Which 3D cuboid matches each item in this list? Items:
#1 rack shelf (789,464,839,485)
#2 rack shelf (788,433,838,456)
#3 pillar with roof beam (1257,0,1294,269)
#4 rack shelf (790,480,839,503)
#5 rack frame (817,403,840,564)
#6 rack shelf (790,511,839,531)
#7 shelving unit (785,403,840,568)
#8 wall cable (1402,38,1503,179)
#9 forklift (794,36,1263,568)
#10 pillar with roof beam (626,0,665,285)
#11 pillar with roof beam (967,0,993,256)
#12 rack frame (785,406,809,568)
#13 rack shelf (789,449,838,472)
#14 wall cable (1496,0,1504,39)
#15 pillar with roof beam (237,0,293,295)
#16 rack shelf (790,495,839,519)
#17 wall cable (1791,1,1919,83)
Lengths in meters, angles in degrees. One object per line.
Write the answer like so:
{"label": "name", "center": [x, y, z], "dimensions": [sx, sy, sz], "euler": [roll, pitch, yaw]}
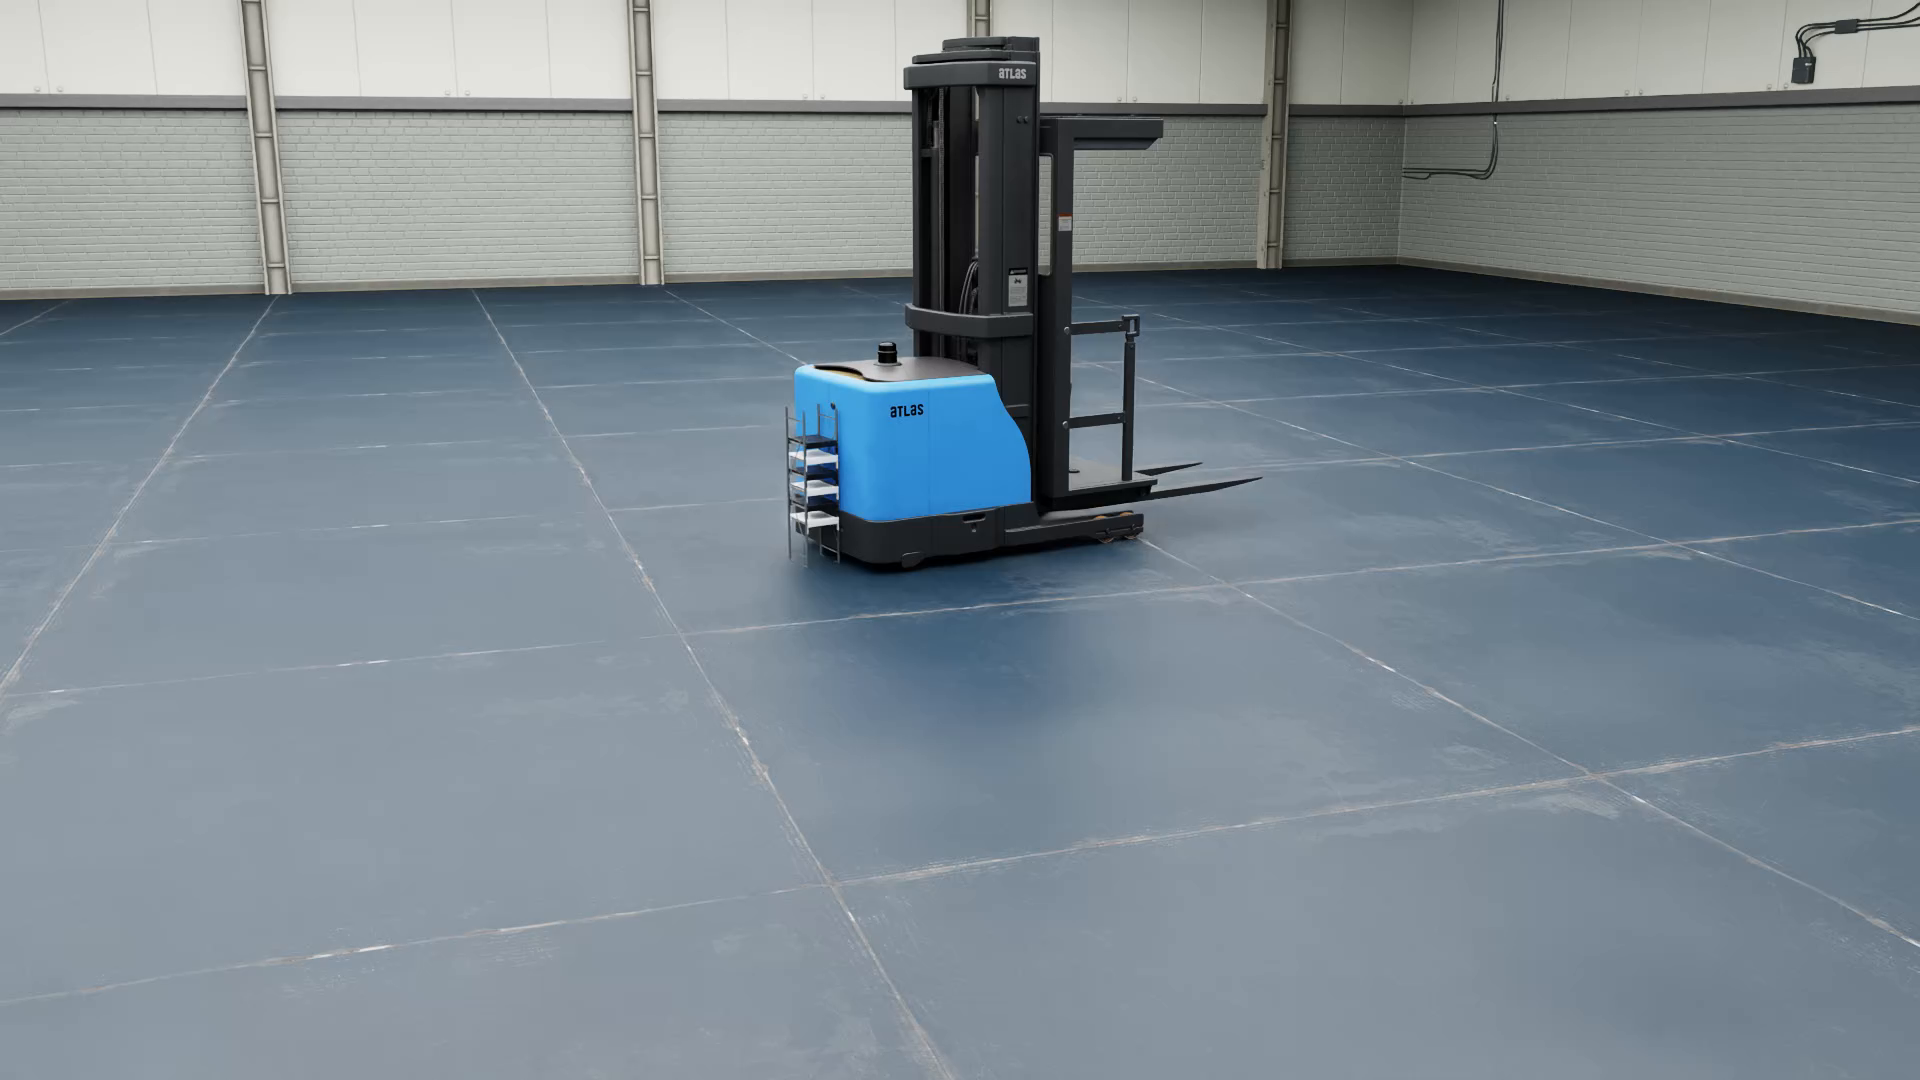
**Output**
{"label": "rack shelf", "center": [-0.842, -0.368, 9.499], "dimensions": [0.200, 0.077, 0.258], "euler": [-8, 16, -31]}
{"label": "rack shelf", "center": [-0.842, -0.543, 9.458], "dimensions": [0.200, 0.077, 0.258], "euler": [-8, 16, -31]}
{"label": "pillar with roof beam", "center": [7.413, -8.752, 27.489], "dimensions": [0.400, 9.000, 9.100], "euler": [-4, 14, -18]}
{"label": "rack shelf", "center": [-0.842, -0.280, 9.520], "dimensions": [0.200, 0.077, 0.258], "euler": [-8, 16, -31]}
{"label": "rack frame", "center": [-0.756, -0.325, 9.565], "dimensions": [0.006, 0.900, 0.240], "euler": [-8, 16, -31]}
{"label": "rack shelf", "center": [-0.842, -0.105, 9.562], "dimensions": [0.200, 0.077, 0.258], "euler": [-8, 16, -31]}
{"label": "shelving unit", "center": [-0.842, -0.313, 9.512], "dimensions": [0.210, 0.900, 0.258], "euler": [-8, 16, -31]}
{"label": "wall cable", "center": [9.254, -8.113, 31.513], "dimensions": [0.112, 2.526, 3.097], "euler": [-4, 14, -18]}
{"label": "forklift", "center": [0.528, -1.502, 10.124], "dimensions": [3.031, 2.935, 1.130], "euler": [-8, 16, -31]}
{"label": "pillar with roof beam", "center": [-3.961, -7.866, 23.766], "dimensions": [0.400, 9.000, 9.100], "euler": [-4, 14, -18]}
{"label": "pillar with roof beam", "center": [1.726, -8.309, 25.627], "dimensions": [0.400, 9.000, 9.100], "euler": [-4, 14, -18]}
{"label": "rack frame", "center": [-0.928, -0.300, 9.460], "dimensions": [0.006, 0.900, 0.240], "euler": [-8, 16, -31]}
{"label": "rack shelf", "center": [-0.842, -0.455, 9.478], "dimensions": [0.200, 0.077, 0.258], "euler": [-8, 16, -31]}
{"label": "wall cable", "center": [10.116, -9.976, 28.434], "dimensions": [0.112, 2.526, 3.097], "euler": [-4, 14, -18]}
{"label": "pillar with roof beam", "center": [-9.647, -7.423, 21.904], "dimensions": [0.400, 9.000, 9.100], "euler": [-4, 14, -18]}
{"label": "rack shelf", "center": [-0.842, -0.193, 9.541], "dimensions": [0.200, 0.077, 0.258], "euler": [-8, 16, -31]}
{"label": "wall cable", "center": [12.266, -9.194, 22.001], "dimensions": [0.169, 6.003, 2.305], "euler": [-4, 14, -18]}
